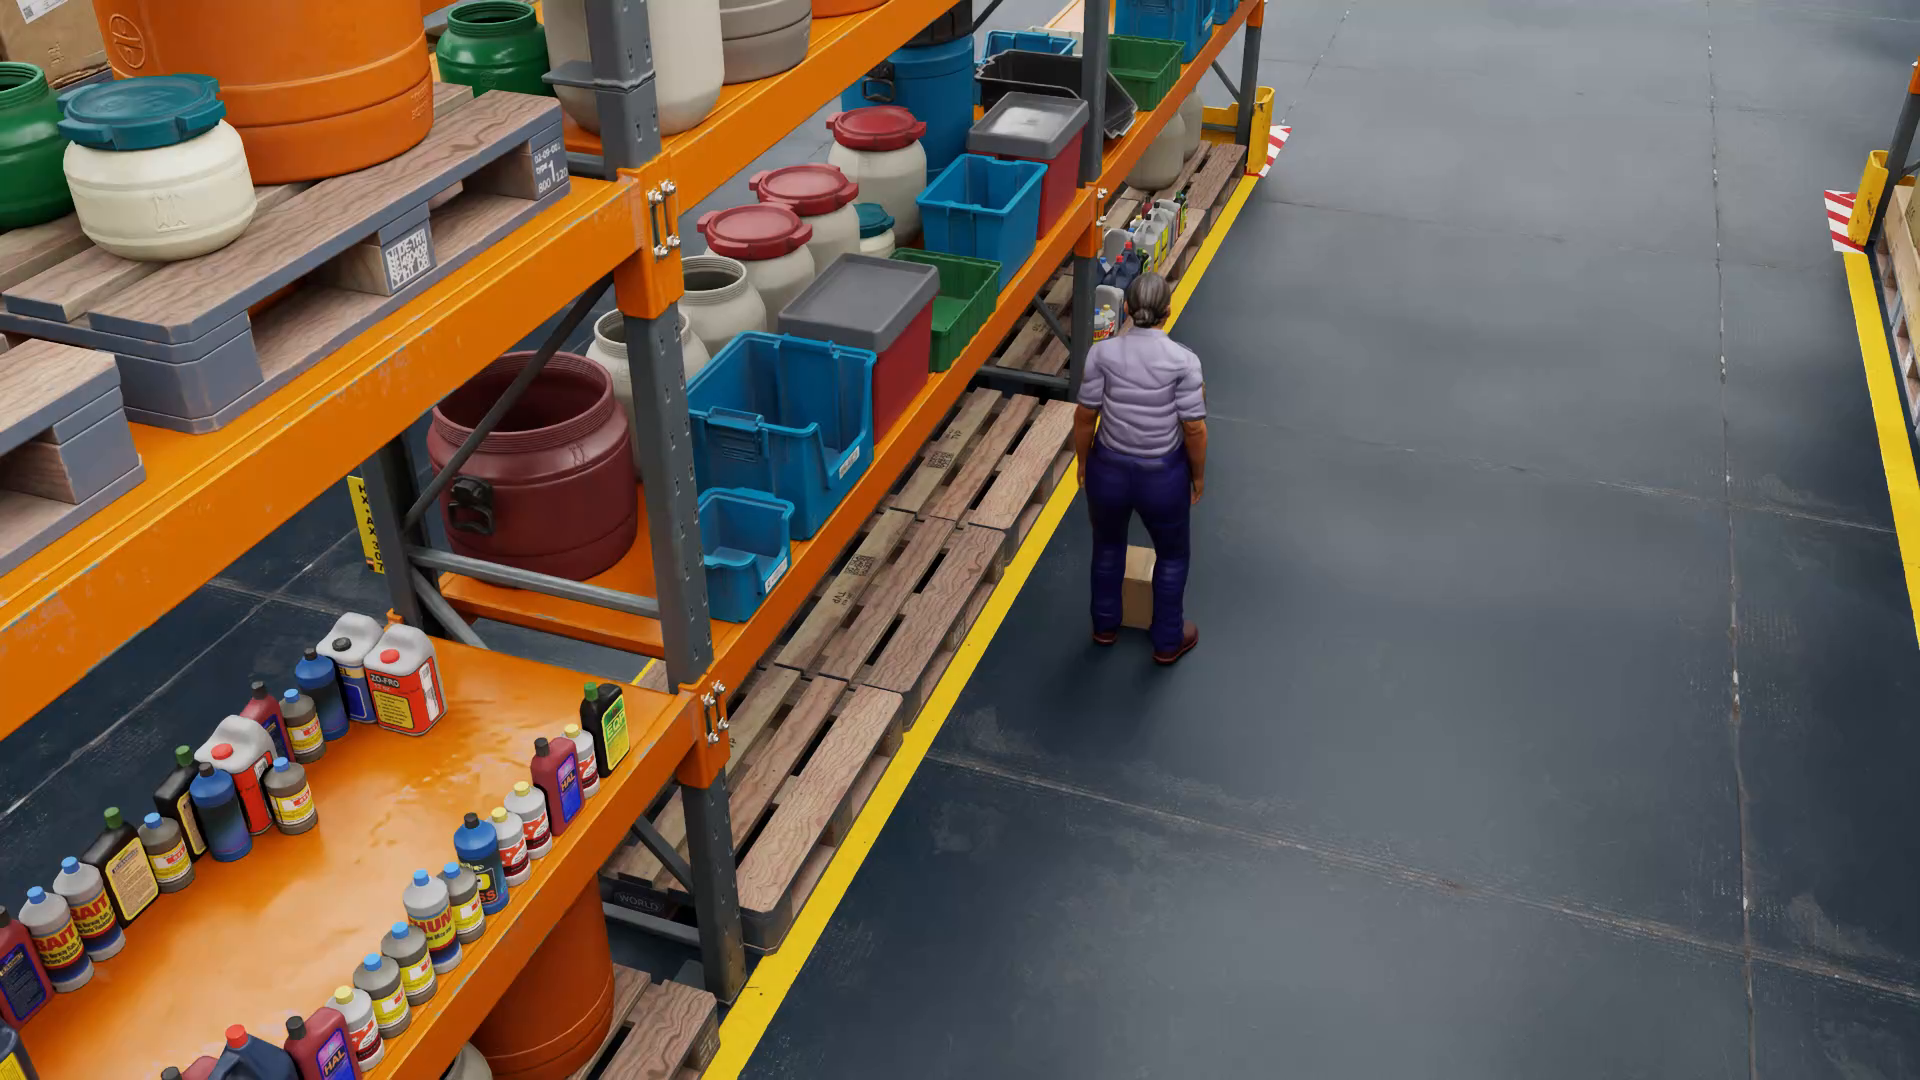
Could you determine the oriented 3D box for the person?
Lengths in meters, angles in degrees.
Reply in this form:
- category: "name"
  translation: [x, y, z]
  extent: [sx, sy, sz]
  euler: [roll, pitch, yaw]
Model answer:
- category: "person"
  translation: [0.720, -0.267, 6.555]
  extent: [0.544, 1.647, 0.424]
  euler: [10, 35, 15]
